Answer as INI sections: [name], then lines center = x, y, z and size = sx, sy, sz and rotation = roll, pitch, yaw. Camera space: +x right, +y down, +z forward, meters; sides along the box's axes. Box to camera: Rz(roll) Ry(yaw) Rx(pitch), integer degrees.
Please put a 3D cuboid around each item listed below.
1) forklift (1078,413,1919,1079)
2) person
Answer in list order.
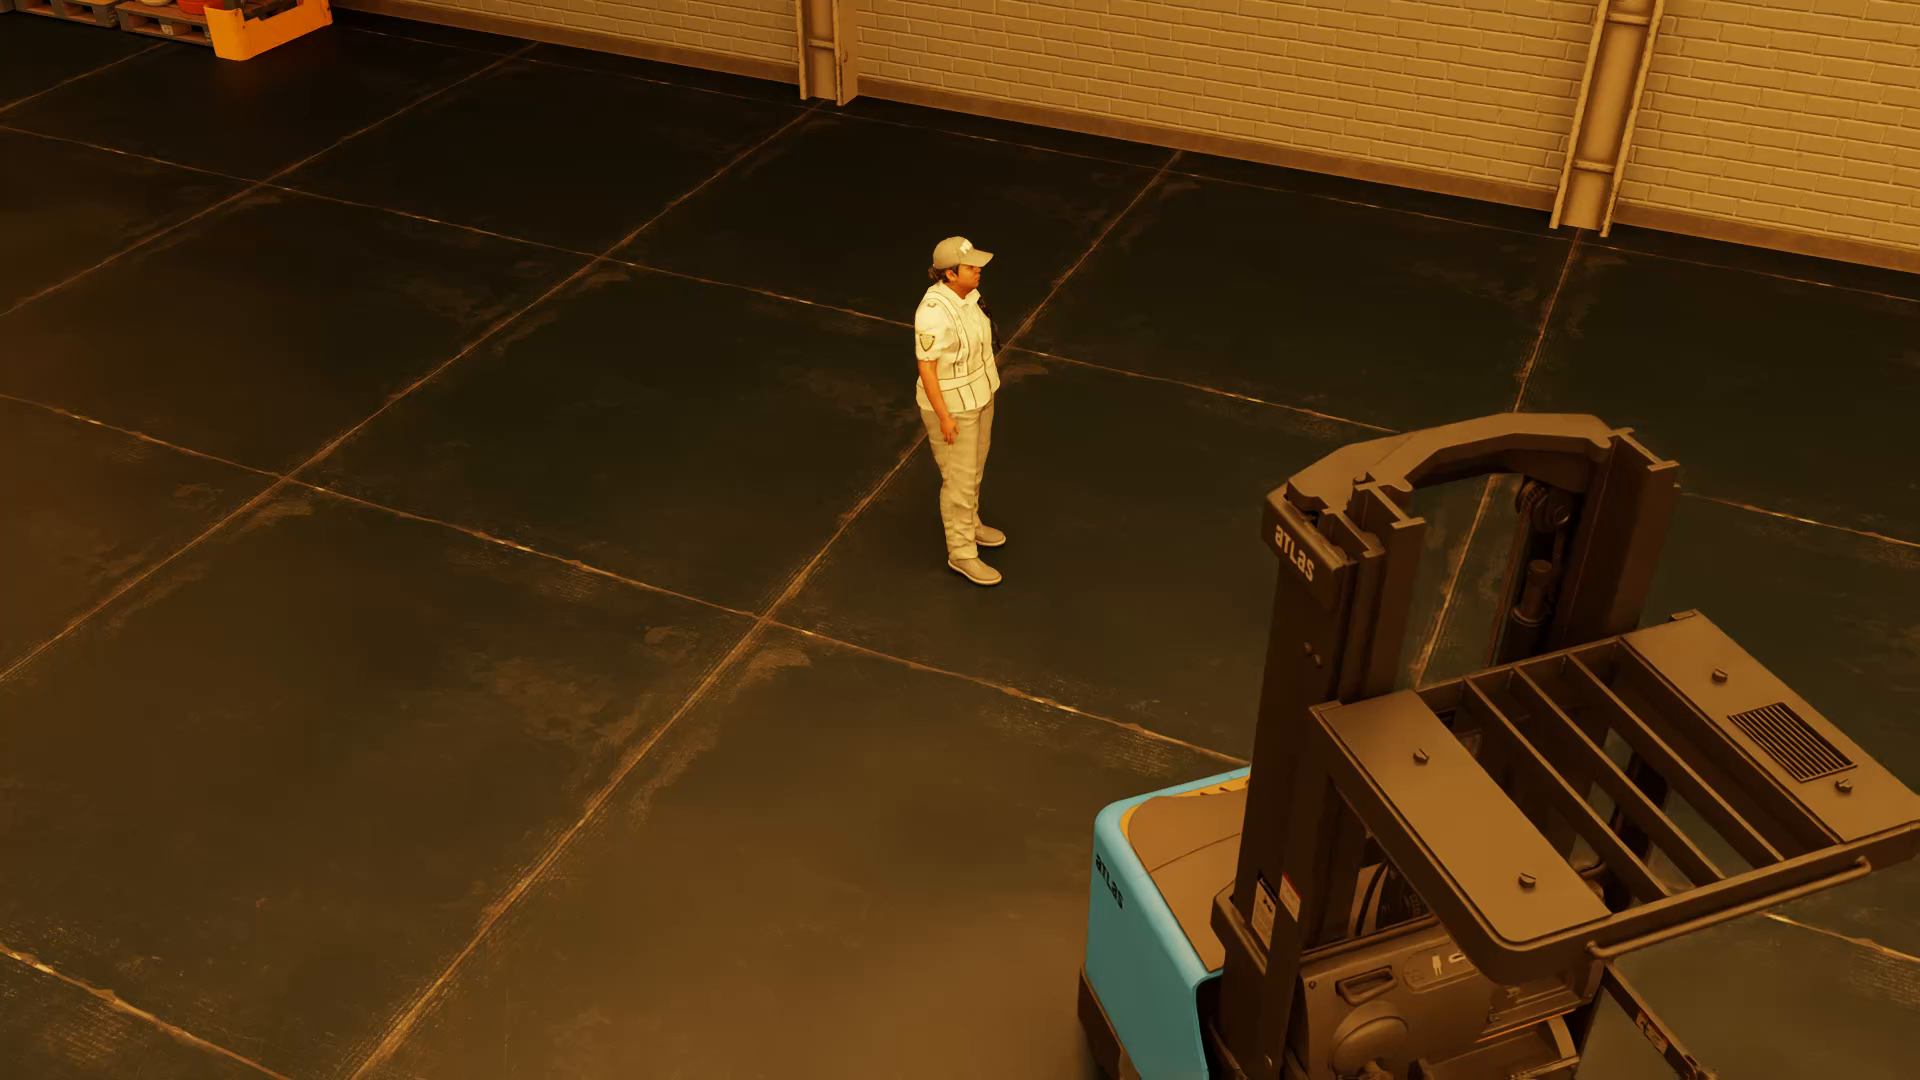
[forklift]
center = 1.407, 1.276, 4.297
size = 1.130, 2.935, 3.031
rotation = -12, 37, -16
[person]
center = 0.060, -0.654, 8.079
size = 0.529, 1.670, 0.598
rotation = 15, 38, 20
